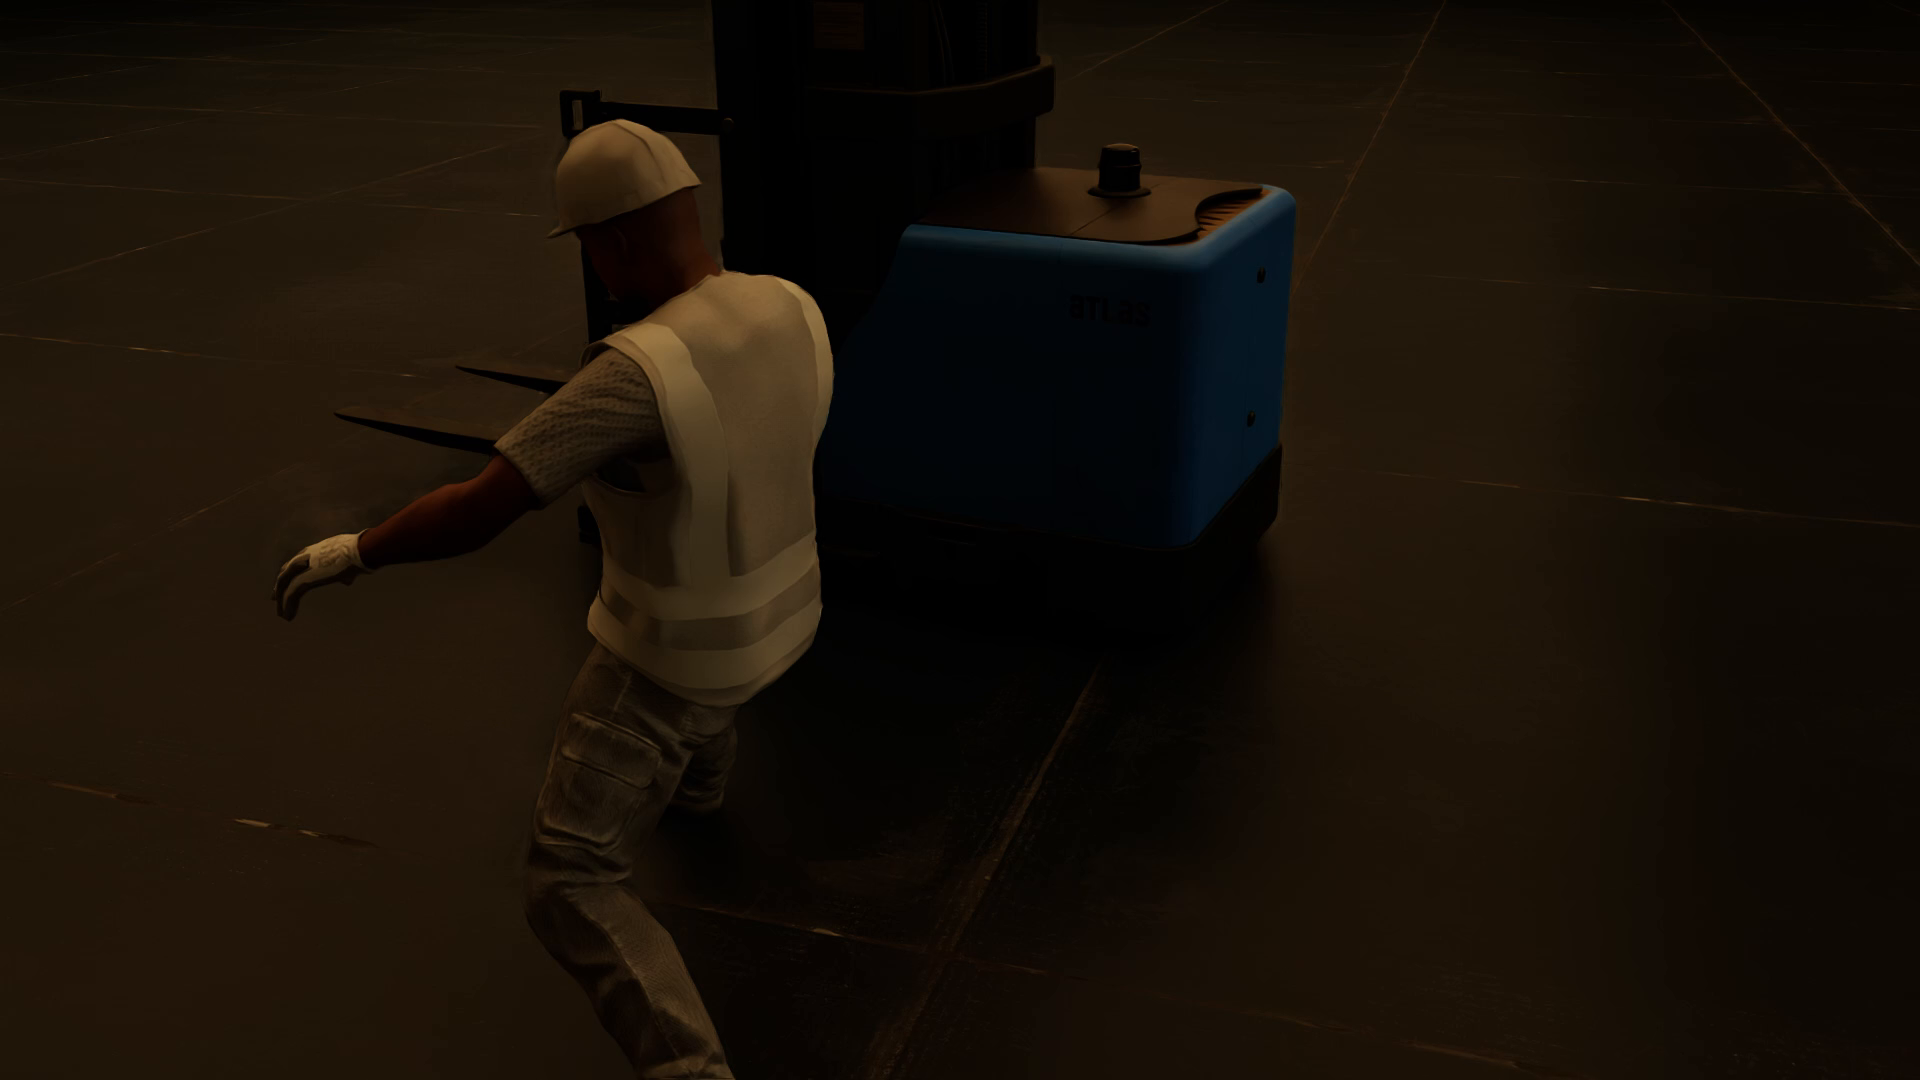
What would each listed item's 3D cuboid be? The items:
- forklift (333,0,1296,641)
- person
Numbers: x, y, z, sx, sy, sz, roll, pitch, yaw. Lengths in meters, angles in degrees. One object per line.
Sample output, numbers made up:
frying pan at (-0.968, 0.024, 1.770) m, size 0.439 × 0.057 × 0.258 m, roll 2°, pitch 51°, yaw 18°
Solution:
forklift at (-0.586, -1.449, 4.790) m, size 3.031 × 2.935 × 1.130 m, roll 10°, pitch 24°, yaw 23°
person at (-0.585, 0.087, 2.852) m, size 1.010 × 1.585 × 1.162 m, roll 11°, pitch 25°, yaw 25°
